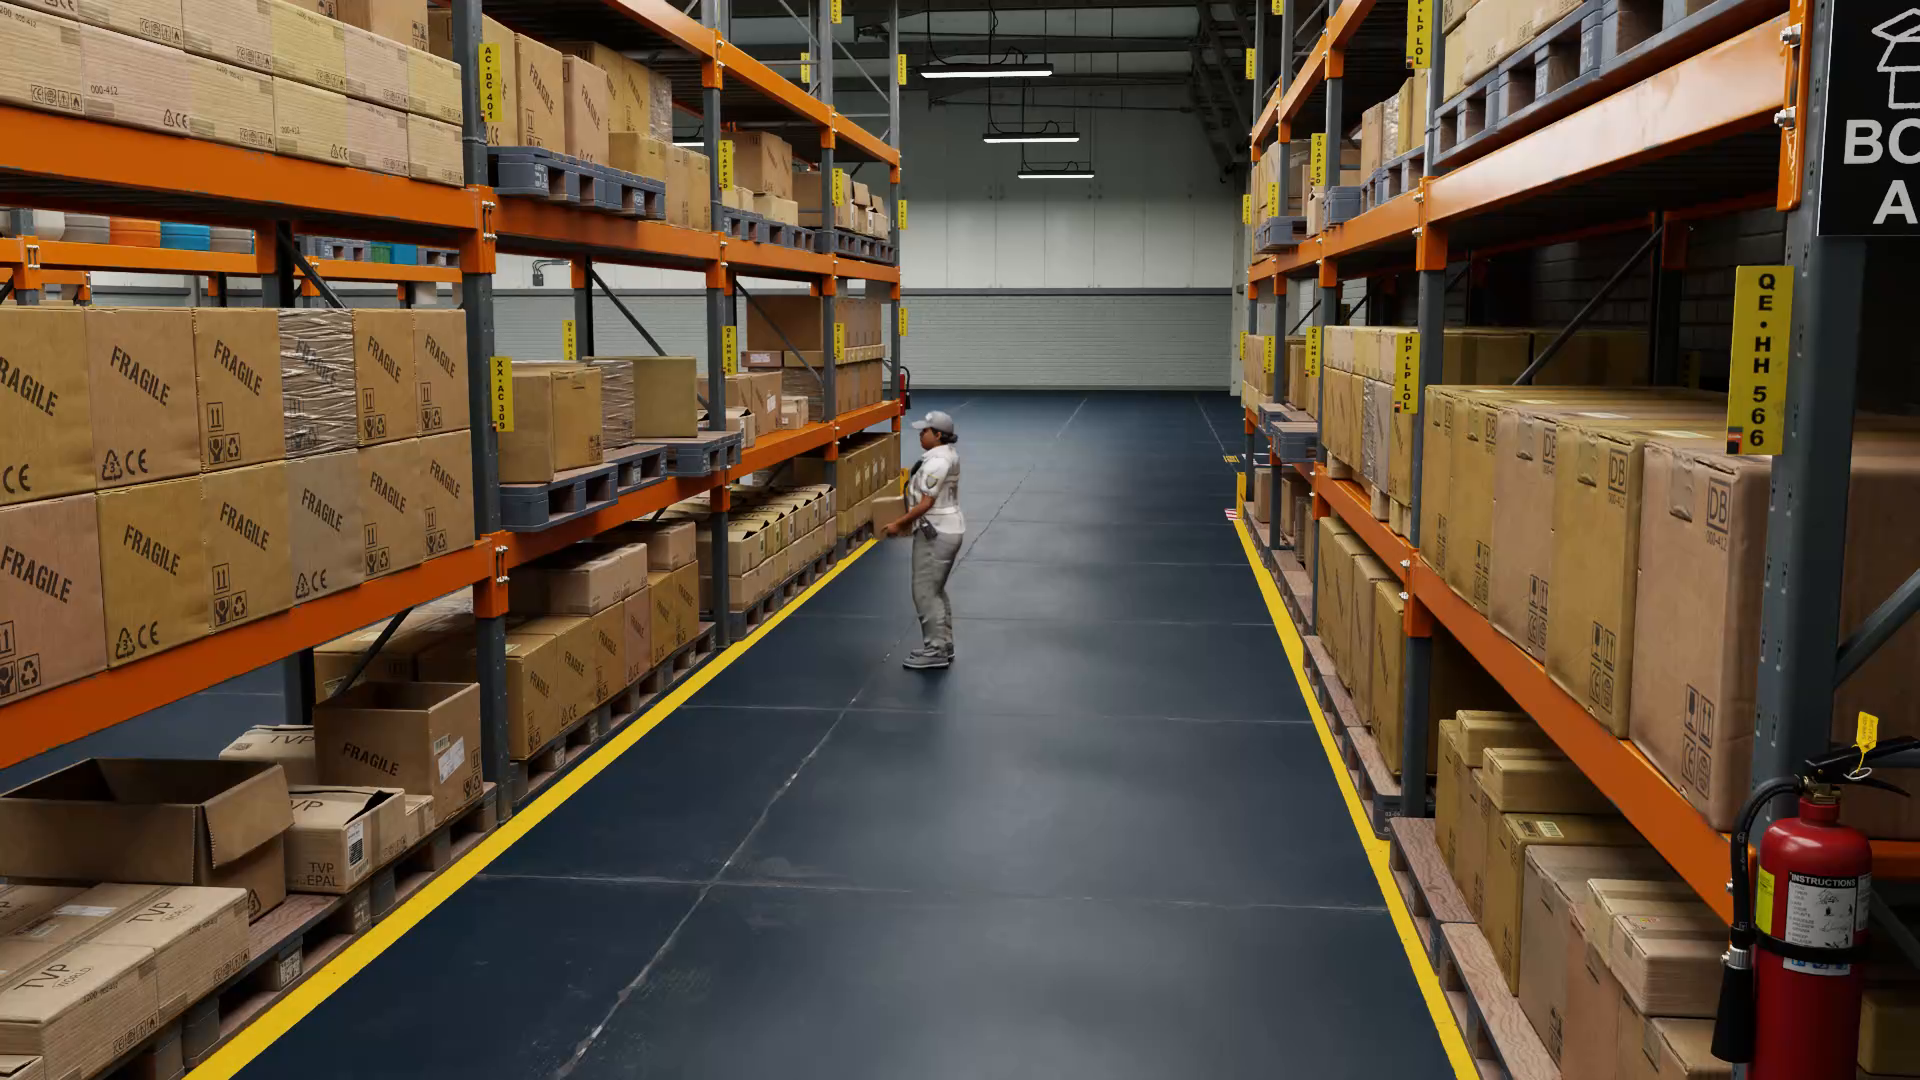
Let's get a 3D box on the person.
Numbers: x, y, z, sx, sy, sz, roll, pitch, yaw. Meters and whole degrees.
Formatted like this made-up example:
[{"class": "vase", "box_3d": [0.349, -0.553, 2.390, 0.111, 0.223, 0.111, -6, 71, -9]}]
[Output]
[{"class": "person", "box_3d": [-0.235, -0.011, 10.860, 0.536, 1.664, 0.471, 1, 8, 6]}]
